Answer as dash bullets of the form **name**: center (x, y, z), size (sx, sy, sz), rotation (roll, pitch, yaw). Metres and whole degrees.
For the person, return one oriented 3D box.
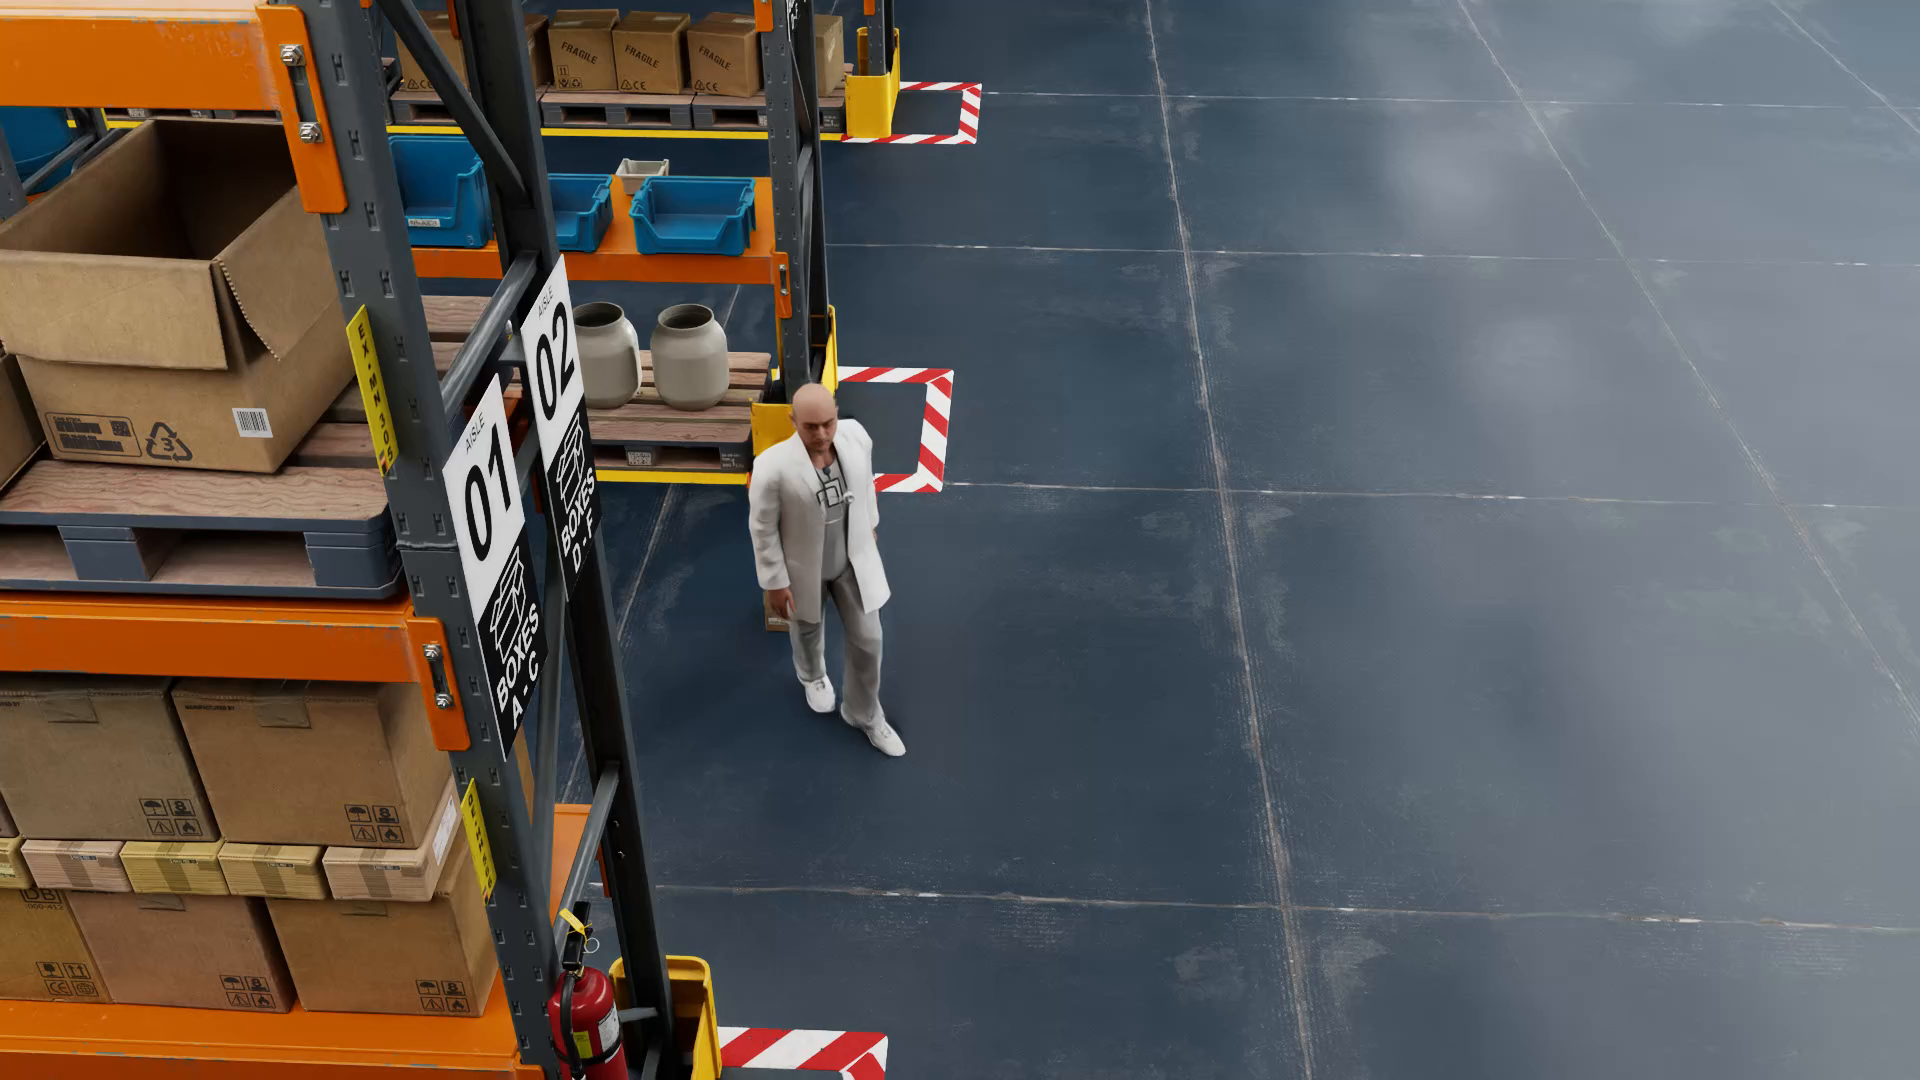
- **person**: center (-0.588, 0.099, 7.016), size (0.615, 1.818, 0.702), rotation (-14, 38, -19)
